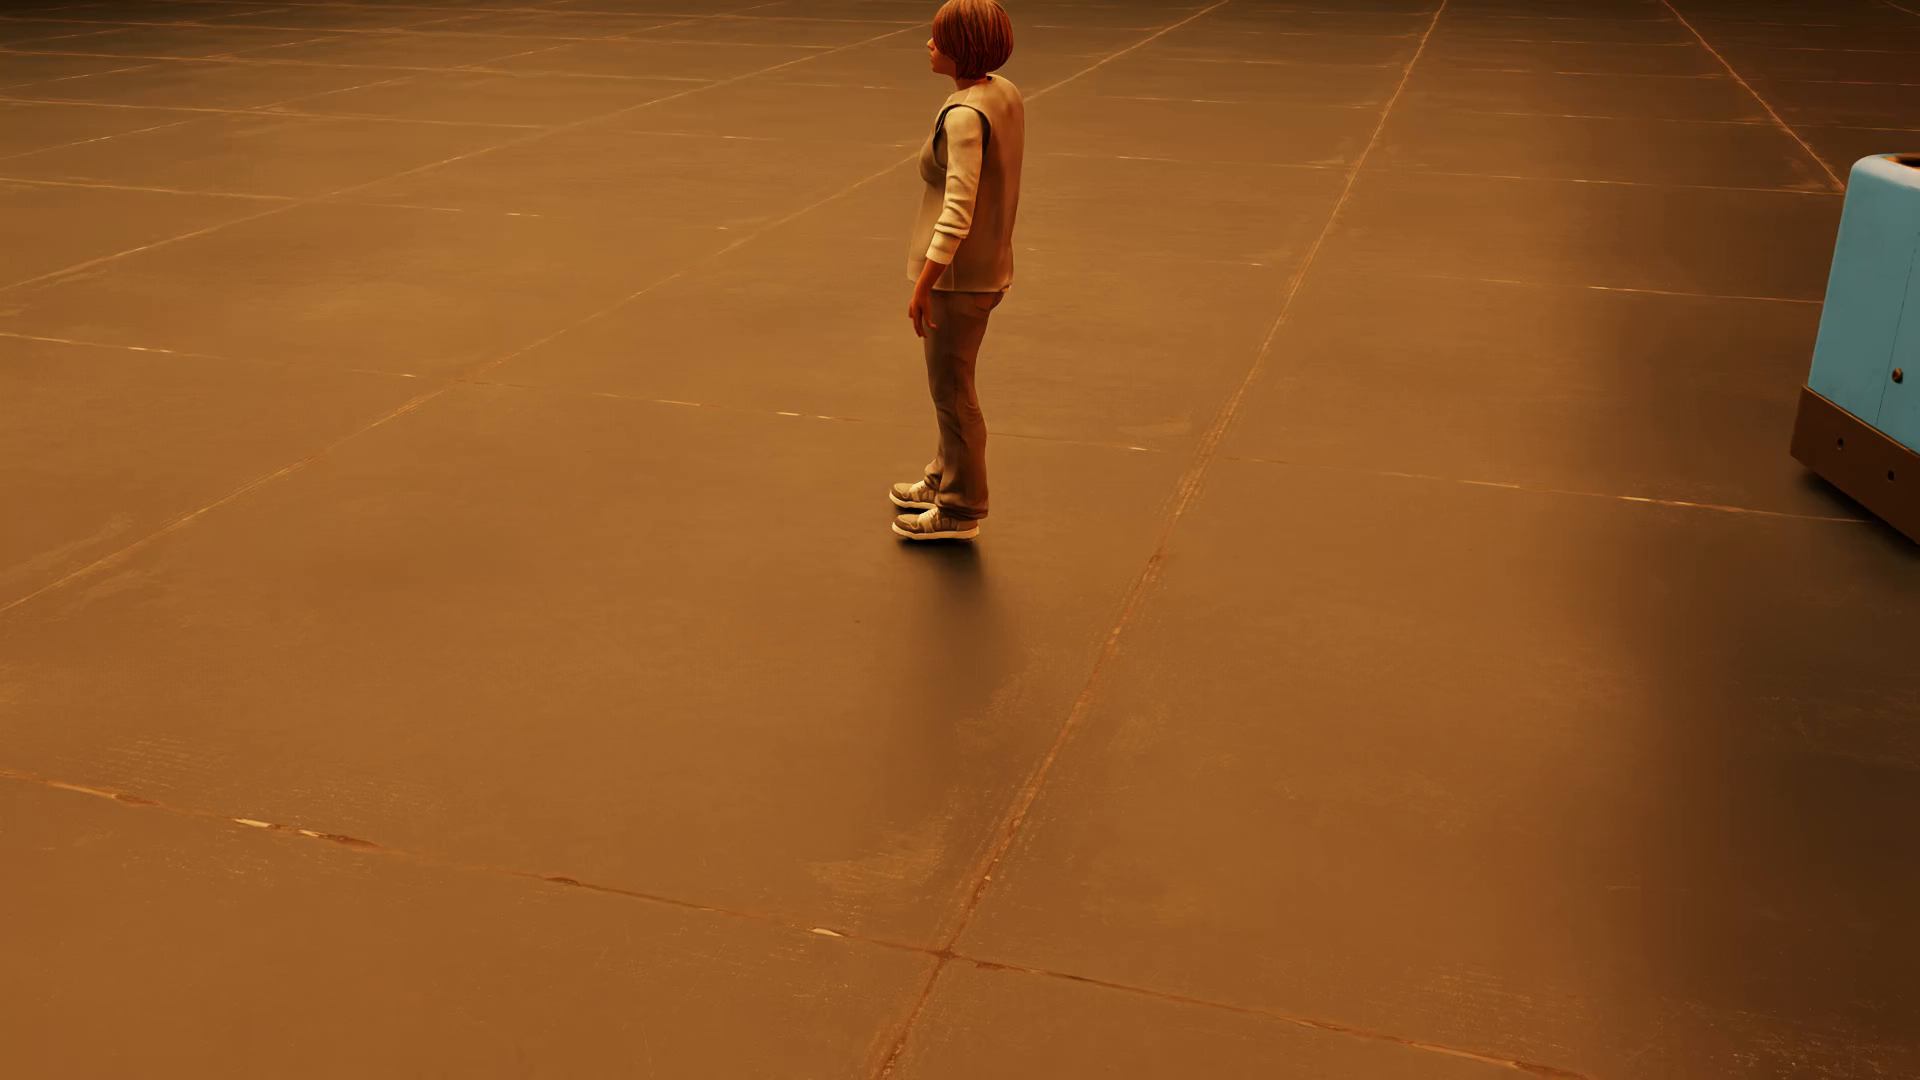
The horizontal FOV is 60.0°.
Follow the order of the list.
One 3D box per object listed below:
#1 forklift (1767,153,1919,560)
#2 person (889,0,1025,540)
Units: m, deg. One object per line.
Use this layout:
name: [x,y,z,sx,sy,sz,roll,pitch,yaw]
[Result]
forklift: [4.256,-1.420,4.718,3.031,2.935,1.130,0,22,-1]
person: [-0.066,-0.759,4.846,0.475,1.597,0.520,7,23,16]
